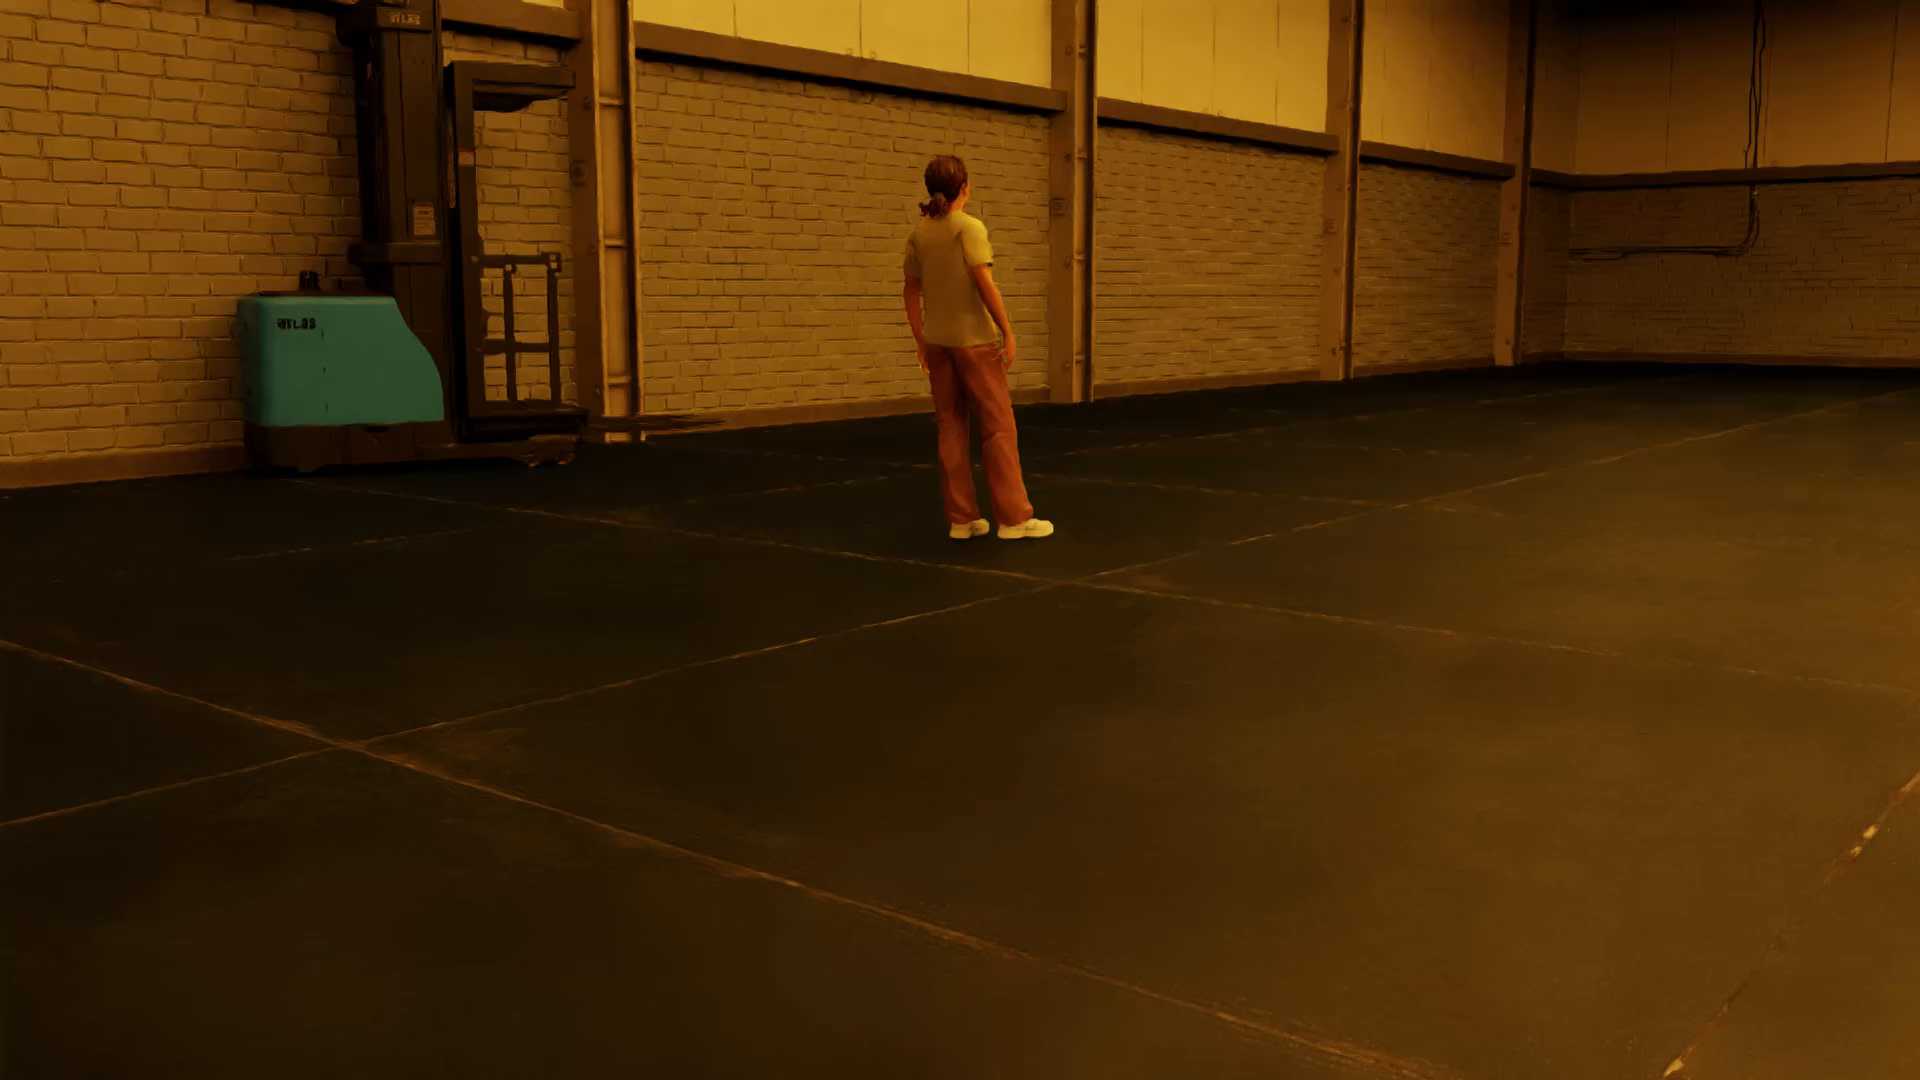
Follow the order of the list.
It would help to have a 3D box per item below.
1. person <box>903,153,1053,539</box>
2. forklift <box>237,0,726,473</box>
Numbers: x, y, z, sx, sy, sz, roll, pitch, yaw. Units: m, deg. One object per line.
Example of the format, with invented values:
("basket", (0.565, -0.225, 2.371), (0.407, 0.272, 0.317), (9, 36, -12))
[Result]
("person", (0.060, -0.838, 7.340), (0.554, 1.660, 0.532), (7, 11, 38))
("forklift", (-3.084, -1.985, 10.845), (3.031, 2.935, 1.130), (-5, 10, -31))
